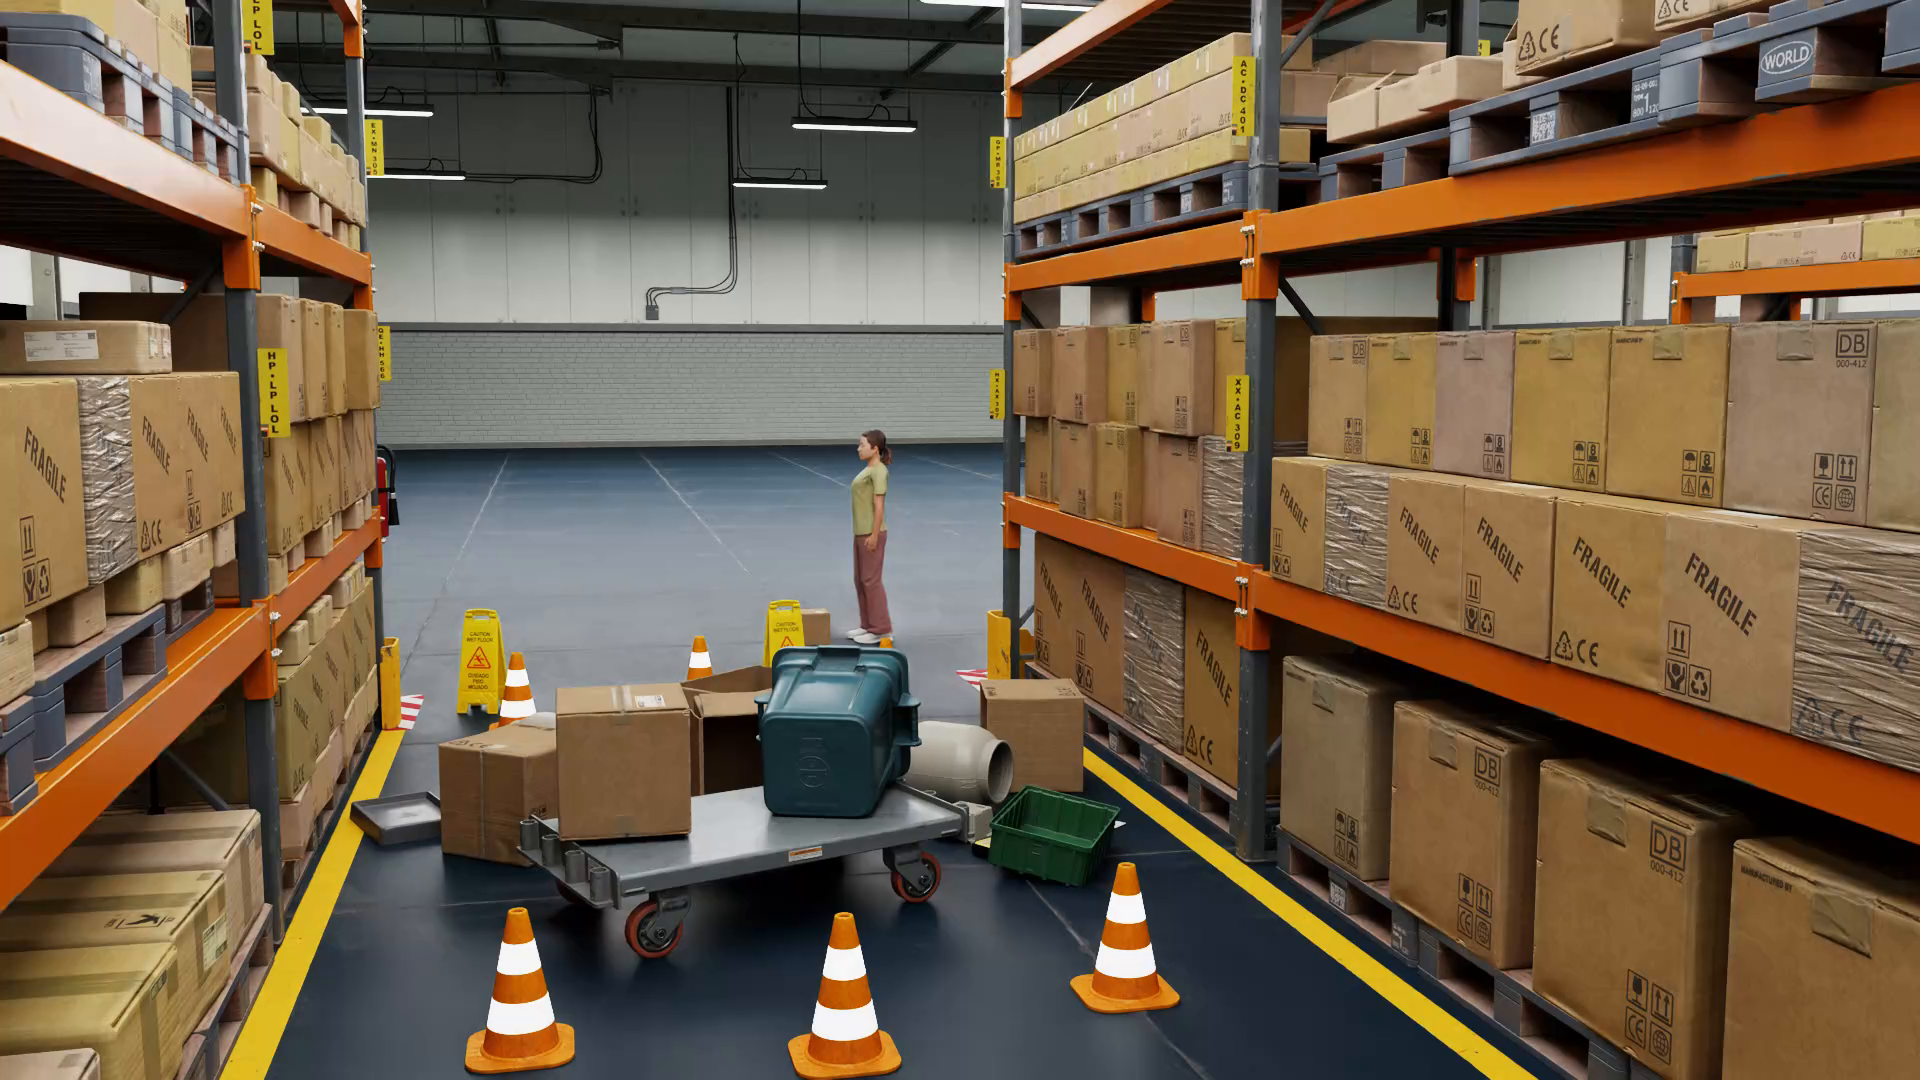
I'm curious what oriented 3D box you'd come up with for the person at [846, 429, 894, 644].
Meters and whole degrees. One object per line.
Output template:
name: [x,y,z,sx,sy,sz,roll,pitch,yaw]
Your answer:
person: [-0.693,-0.034,13.002,0.370,1.668,0.439,-1,6,-12]
